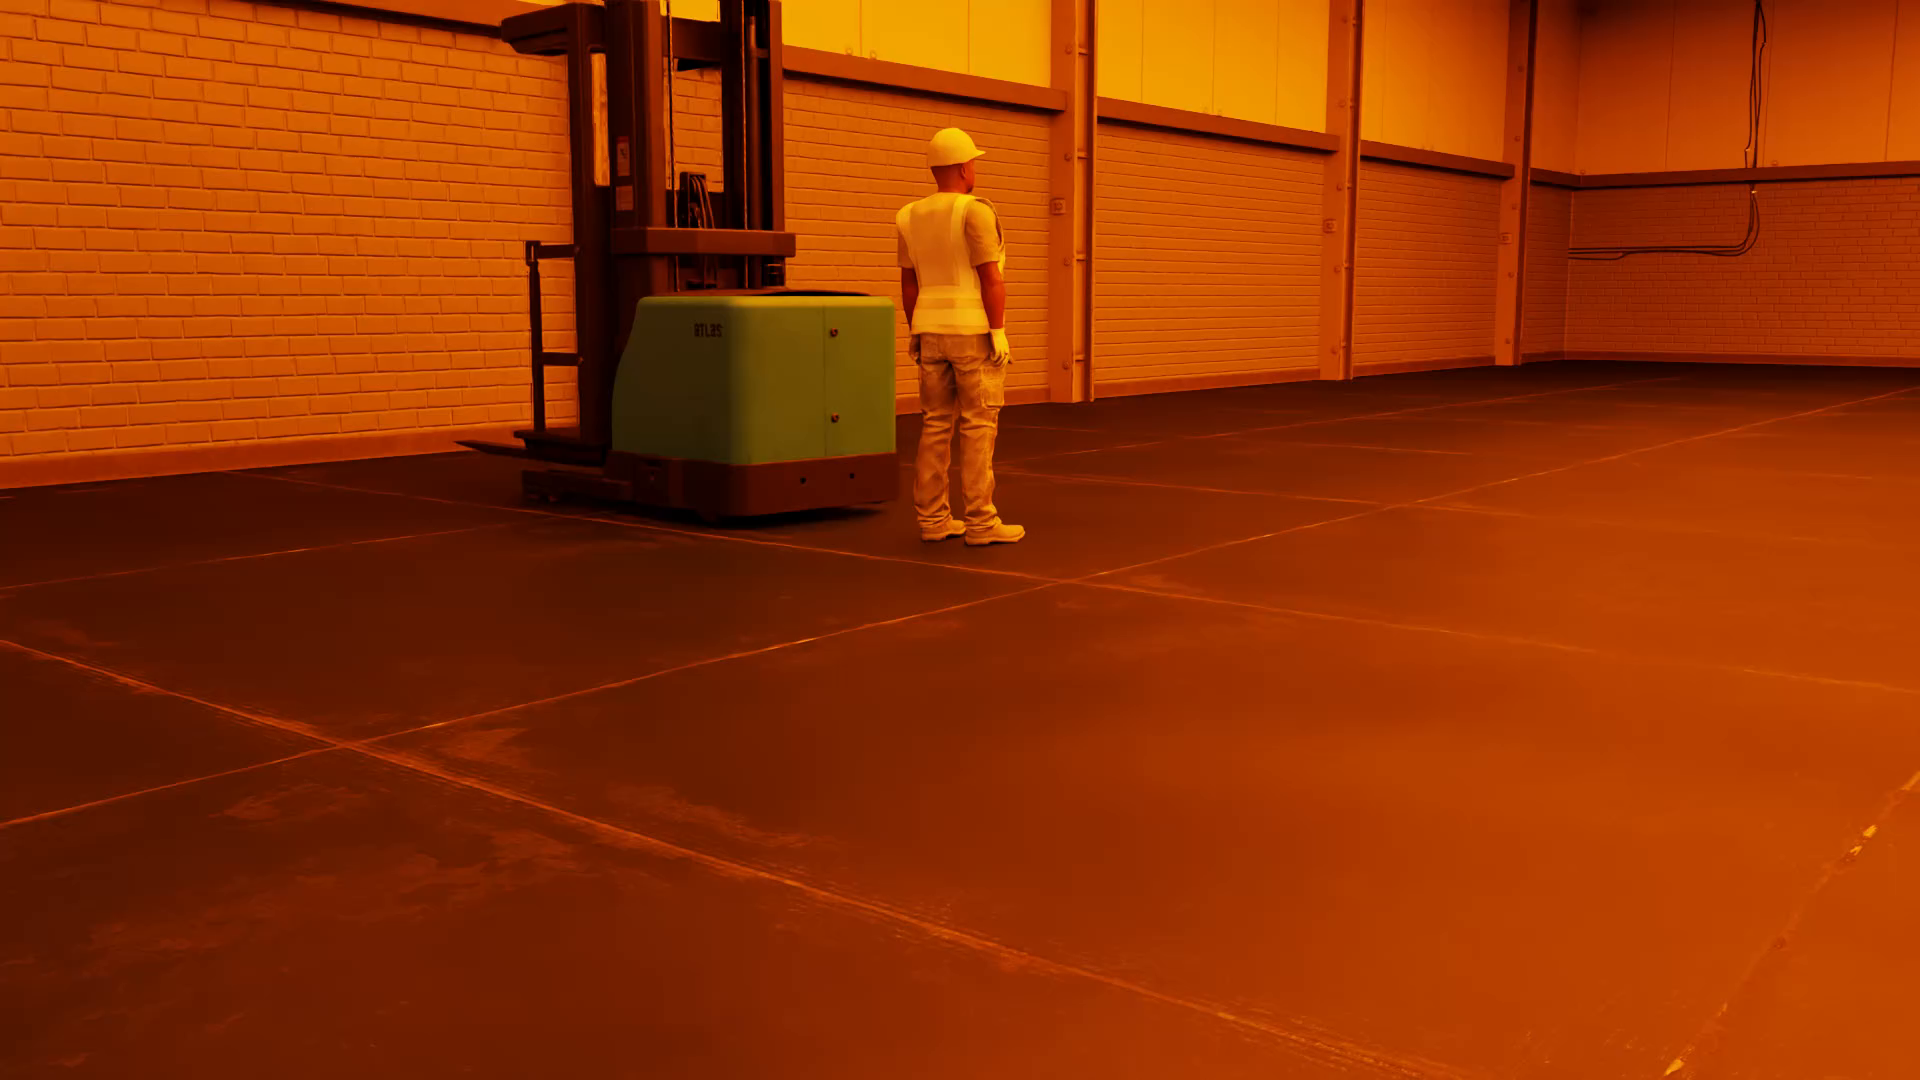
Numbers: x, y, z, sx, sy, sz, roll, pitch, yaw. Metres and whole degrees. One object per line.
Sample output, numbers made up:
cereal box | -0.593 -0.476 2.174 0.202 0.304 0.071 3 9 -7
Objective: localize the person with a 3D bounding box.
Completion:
person | -0.001 -0.883 7.279 0.543 1.789 0.387 7 11 38

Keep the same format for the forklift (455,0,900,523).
forklift | -1.694 -1.691 8.835 1.130 2.935 3.031 -8 12 -44
